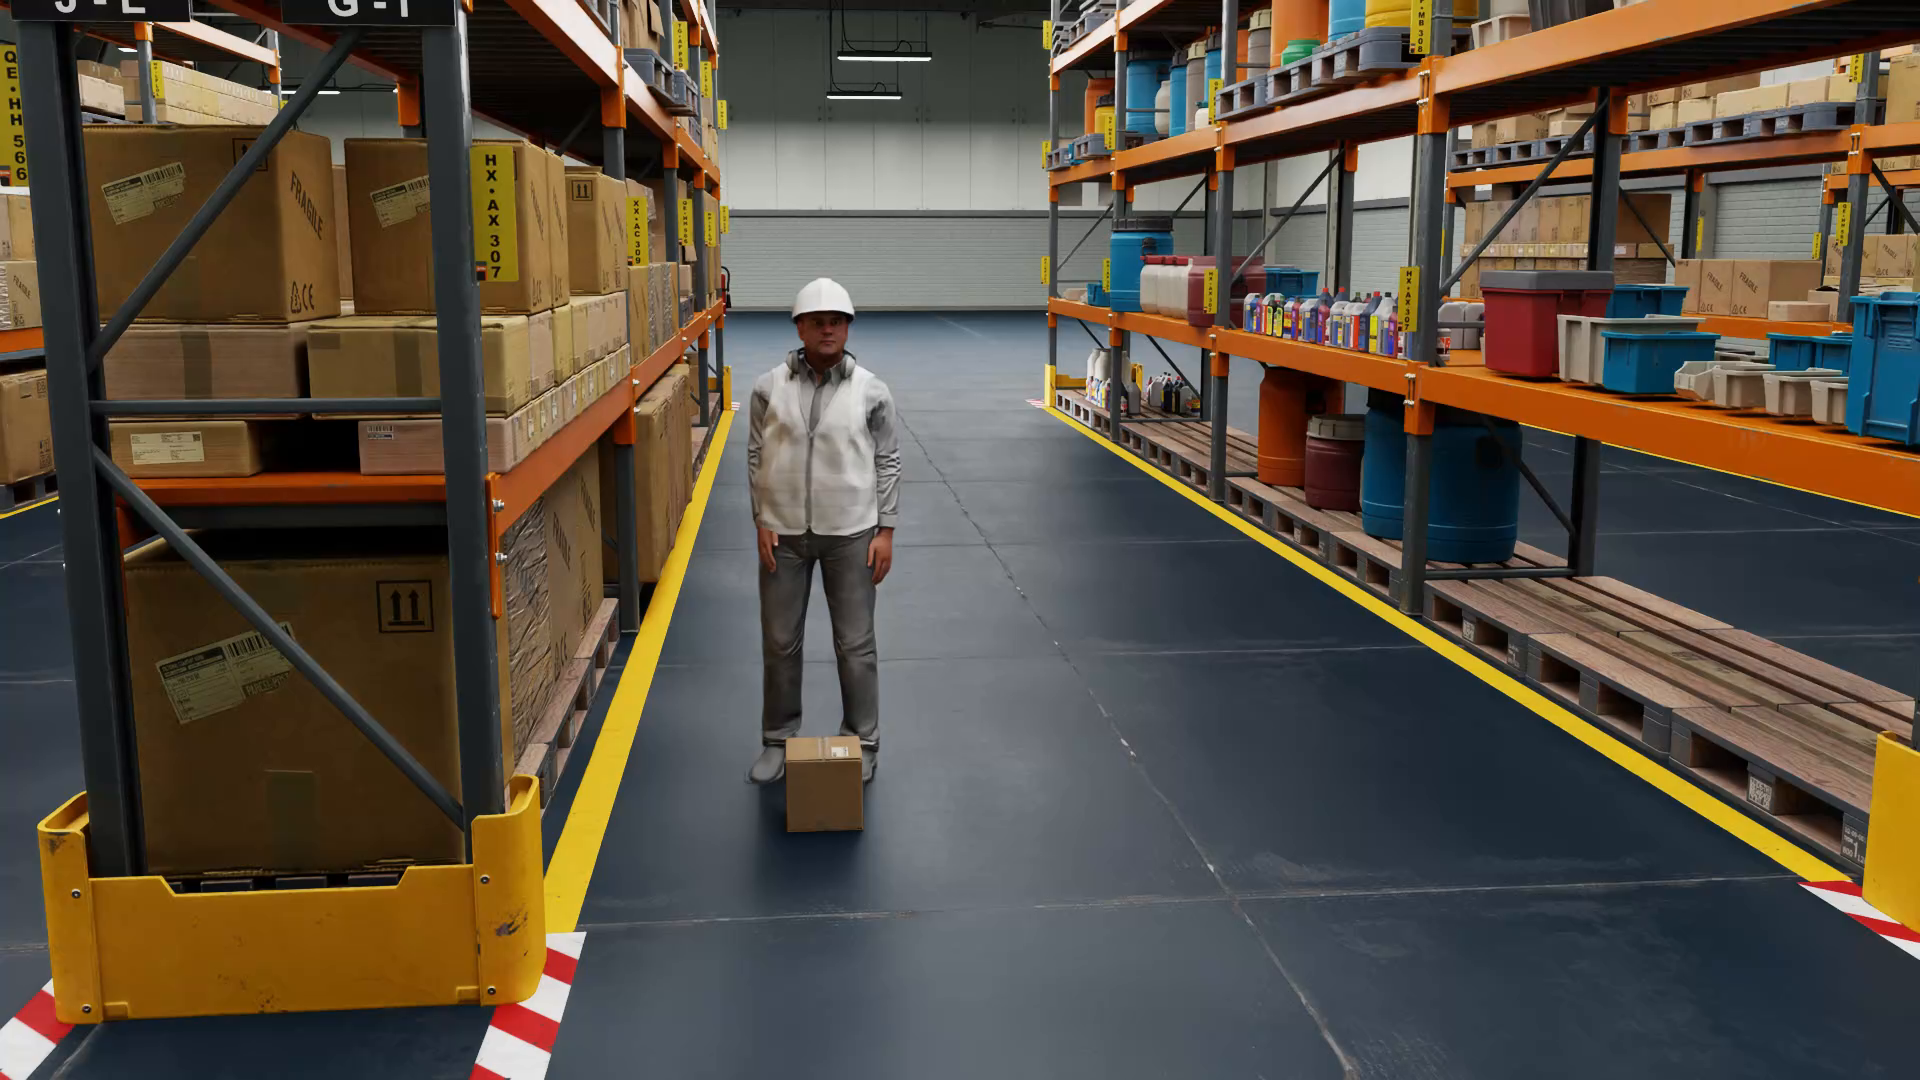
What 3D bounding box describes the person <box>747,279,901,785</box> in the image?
[{"bbox_3d":[-0.492,-0.017,5.906,0.559,1.798,0.388,0,10,2],"label":"person"}]
